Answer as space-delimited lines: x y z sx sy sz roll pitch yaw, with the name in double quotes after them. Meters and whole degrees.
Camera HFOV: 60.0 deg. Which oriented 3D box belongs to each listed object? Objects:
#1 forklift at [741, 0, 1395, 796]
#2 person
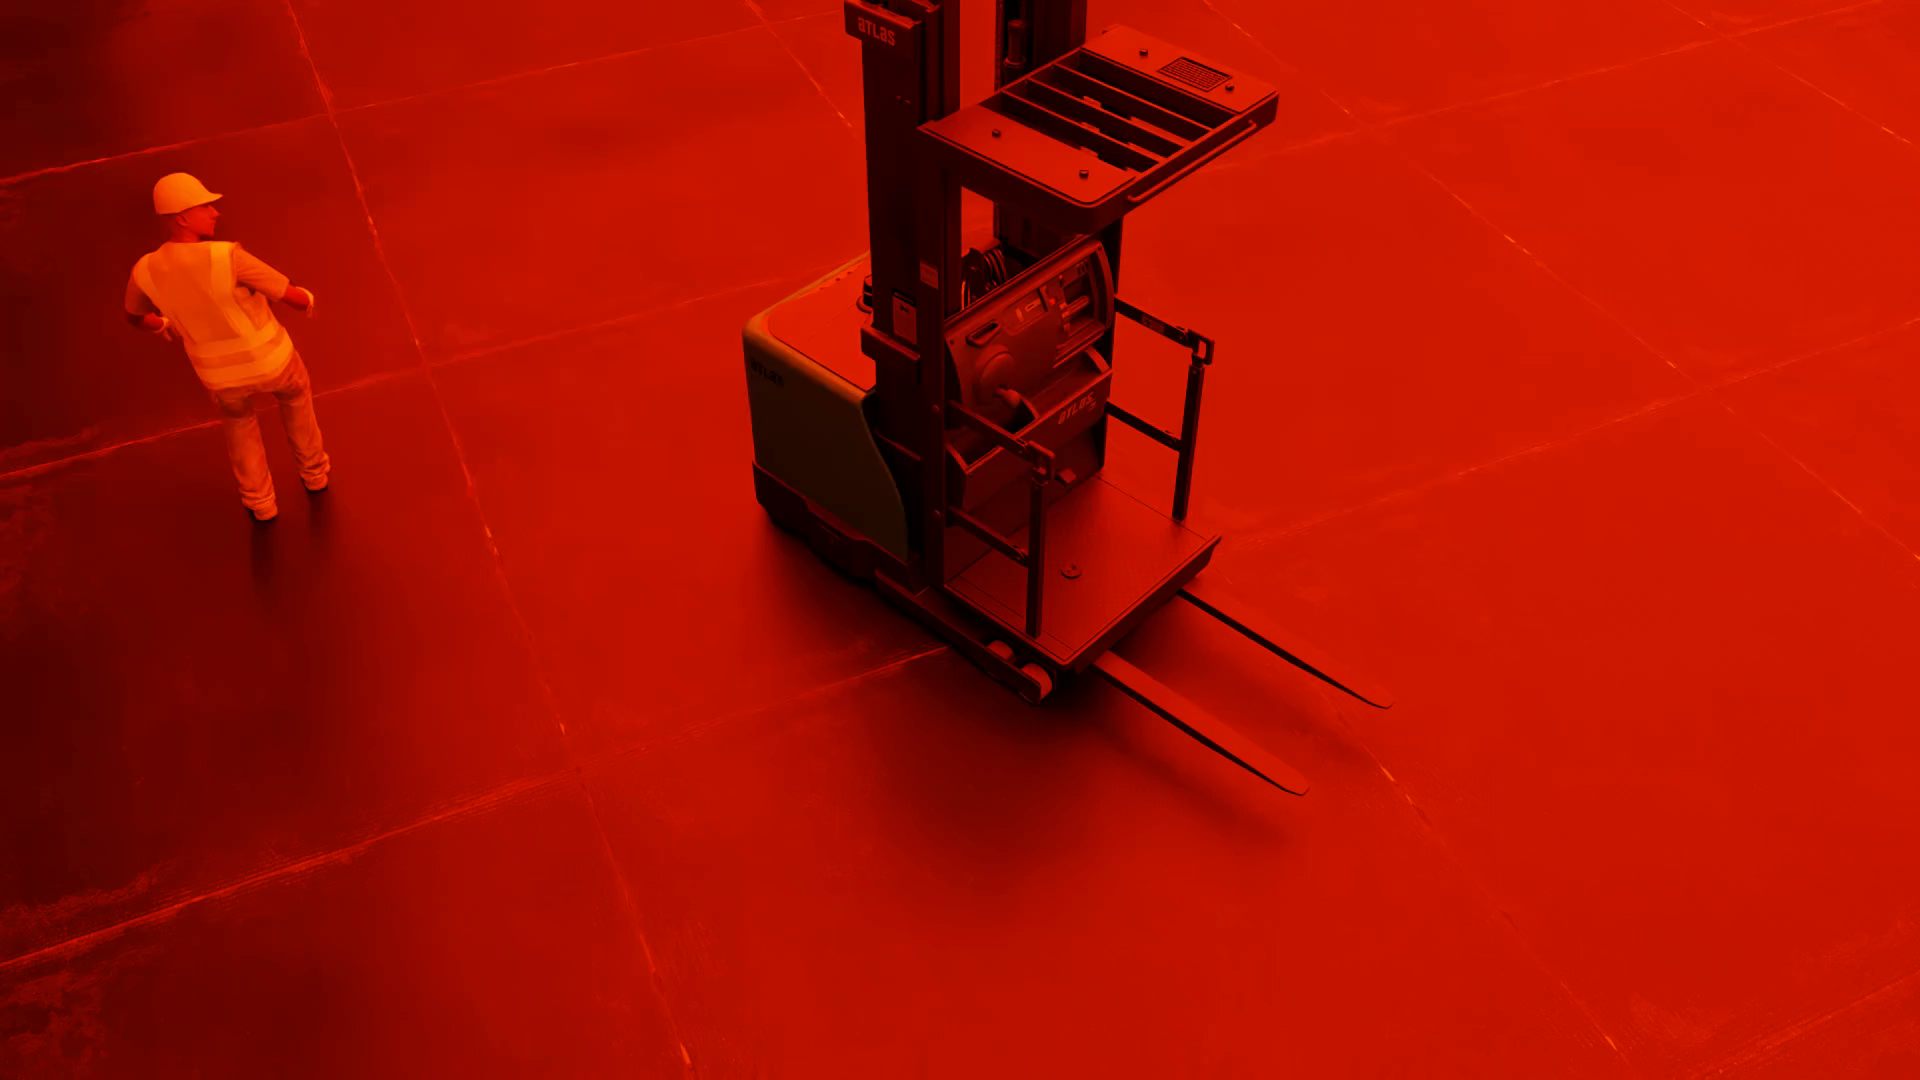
0.445 -0.788 6.525 3.031 2.935 1.130 32 52 30 "forklift"
-3.271 -0.867 7.518 0.803 1.723 0.564 -6 43 -6 "person"
